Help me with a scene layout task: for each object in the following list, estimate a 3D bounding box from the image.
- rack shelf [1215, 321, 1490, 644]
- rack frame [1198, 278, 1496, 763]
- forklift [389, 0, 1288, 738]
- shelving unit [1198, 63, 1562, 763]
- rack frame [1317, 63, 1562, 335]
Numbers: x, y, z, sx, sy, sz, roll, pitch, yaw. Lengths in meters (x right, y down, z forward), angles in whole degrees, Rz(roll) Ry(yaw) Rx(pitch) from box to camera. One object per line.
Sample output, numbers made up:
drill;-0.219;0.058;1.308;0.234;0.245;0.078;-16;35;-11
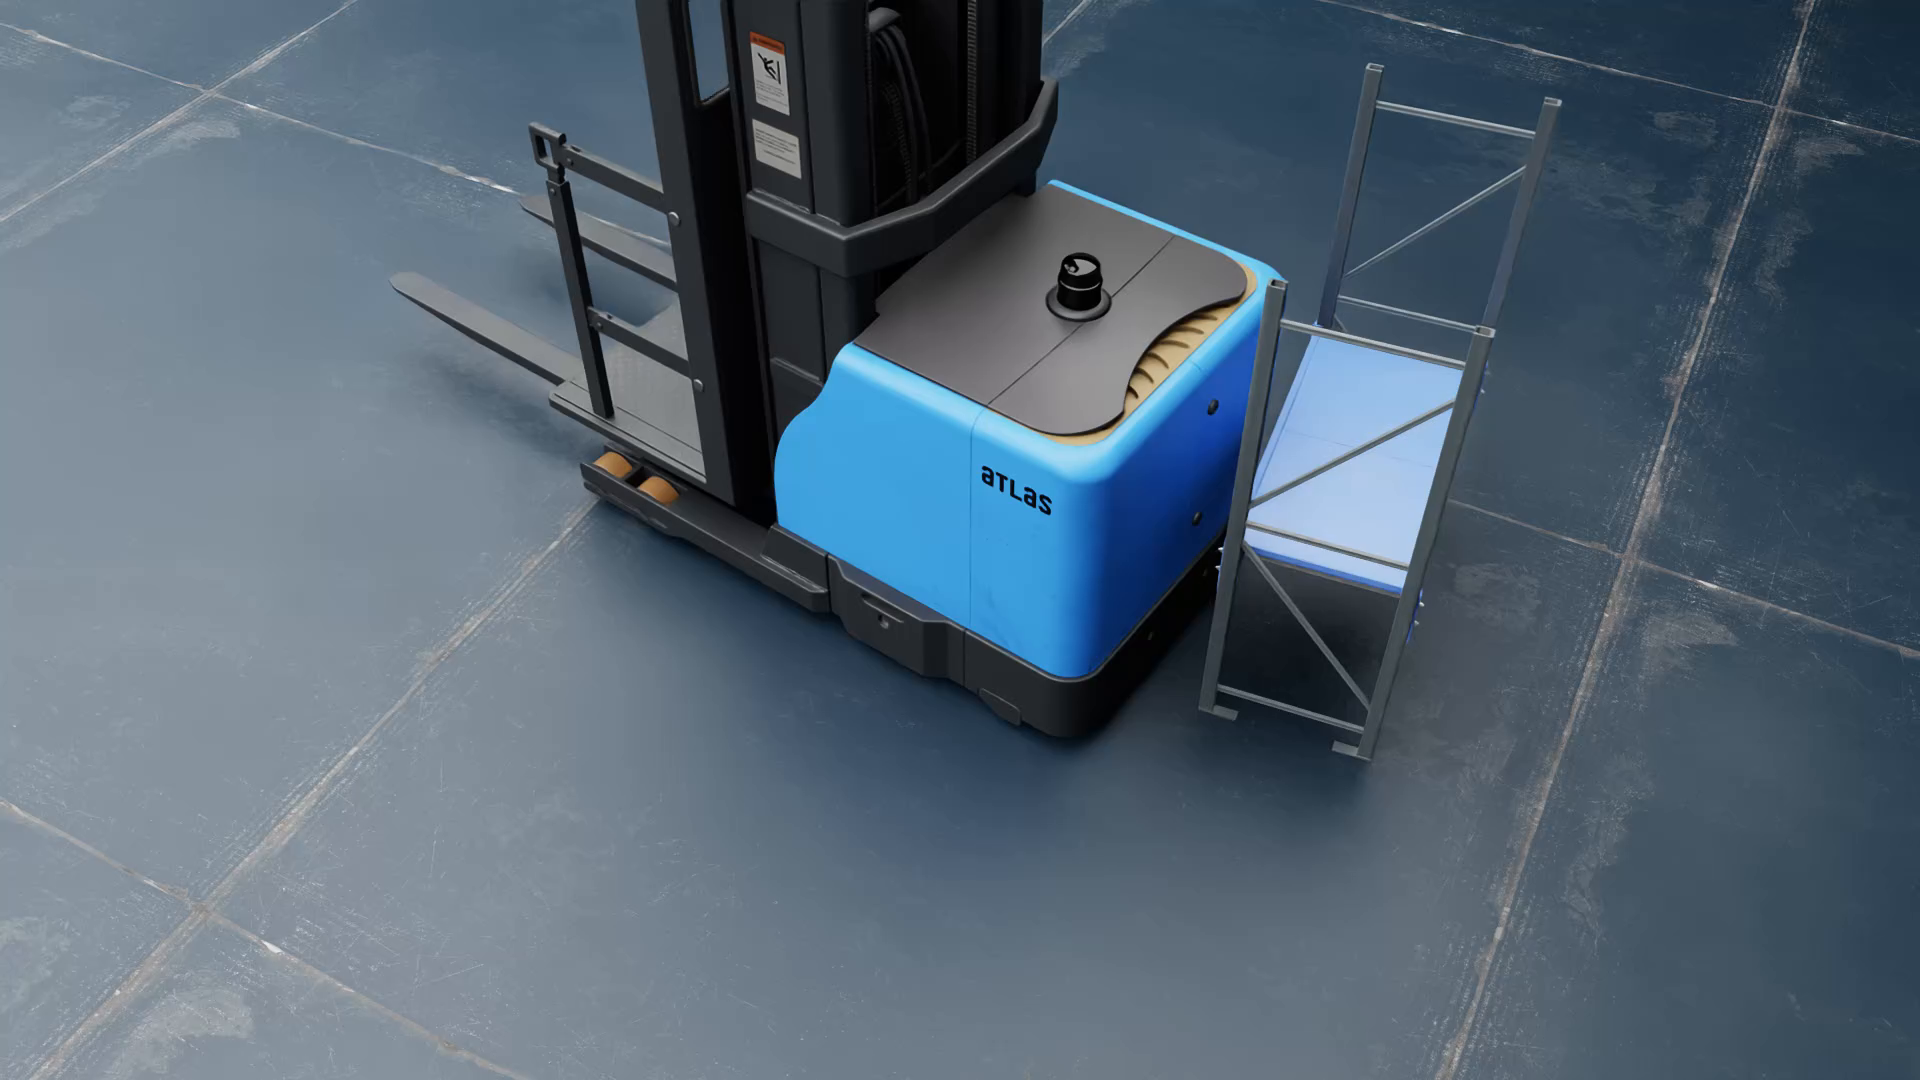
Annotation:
rack shelf;1.111;-0.192;4.638;0.538;0.185;1.000;16;48;15
rack frame;0.920;0.016;4.179;0.500;1.500;0.032;16;48;15
forklift;-0.592;-1.340;4.514;3.031;2.935;1.130;28;51;25
shelving unit;1.111;-0.319;4.510;0.538;1.500;1.048;16;48;15
rack frame;1.303;-0.654;4.841;0.500;1.500;0.032;16;48;15
